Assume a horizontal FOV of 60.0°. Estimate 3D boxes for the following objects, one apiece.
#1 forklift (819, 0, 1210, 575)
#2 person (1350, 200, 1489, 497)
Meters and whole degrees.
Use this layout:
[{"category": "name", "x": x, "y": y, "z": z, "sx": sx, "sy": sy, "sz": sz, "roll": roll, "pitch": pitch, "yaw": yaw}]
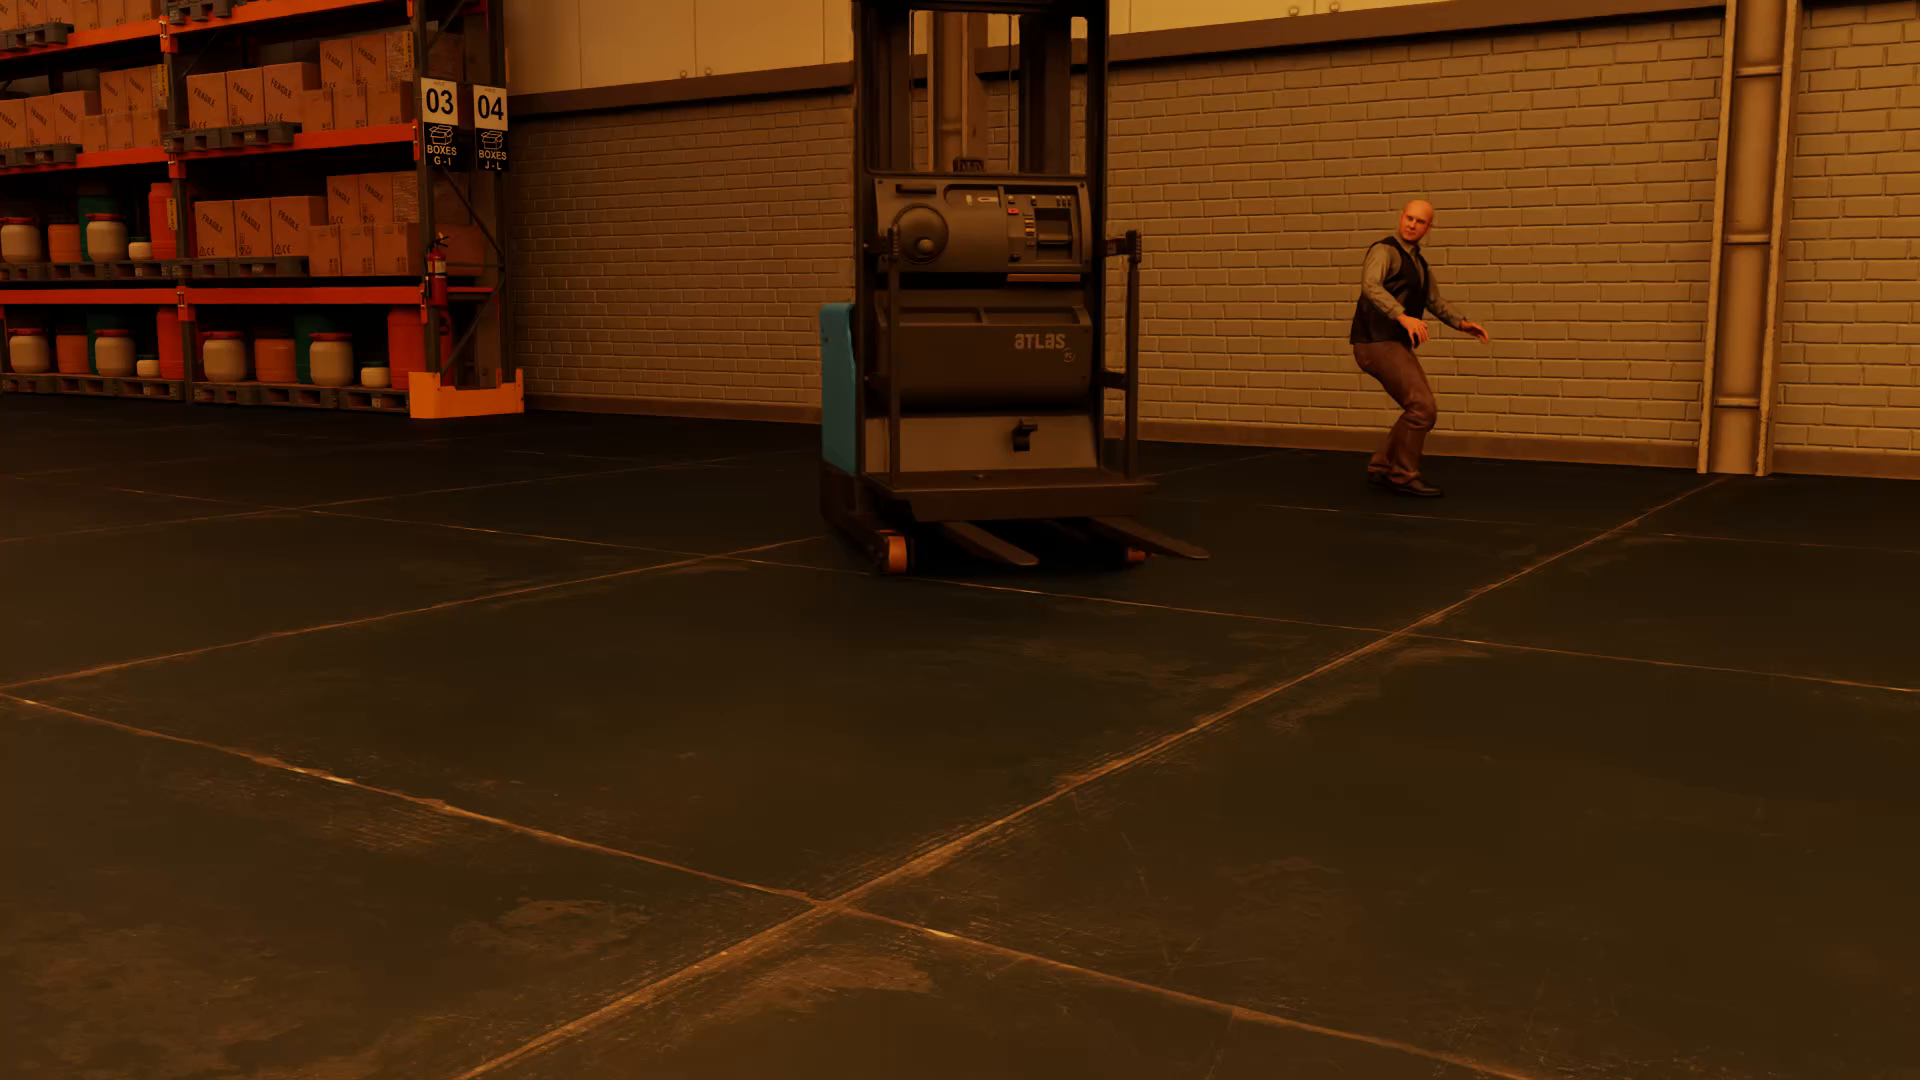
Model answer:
[{"category": "forklift", "x": 0.154, "y": -1.368, "z": 6.811, "sx": 1.130, "sy": 2.935, "sz": 3.031, "roll": -2, "pitch": 8, "yaw": -14}, {"category": "person", "x": 2.559, "y": -1.061, "z": 9.311, "sx": 0.694, "sy": 1.660, "sz": 0.770, "roll": 4, "pitch": 9, "yaw": 29}]
